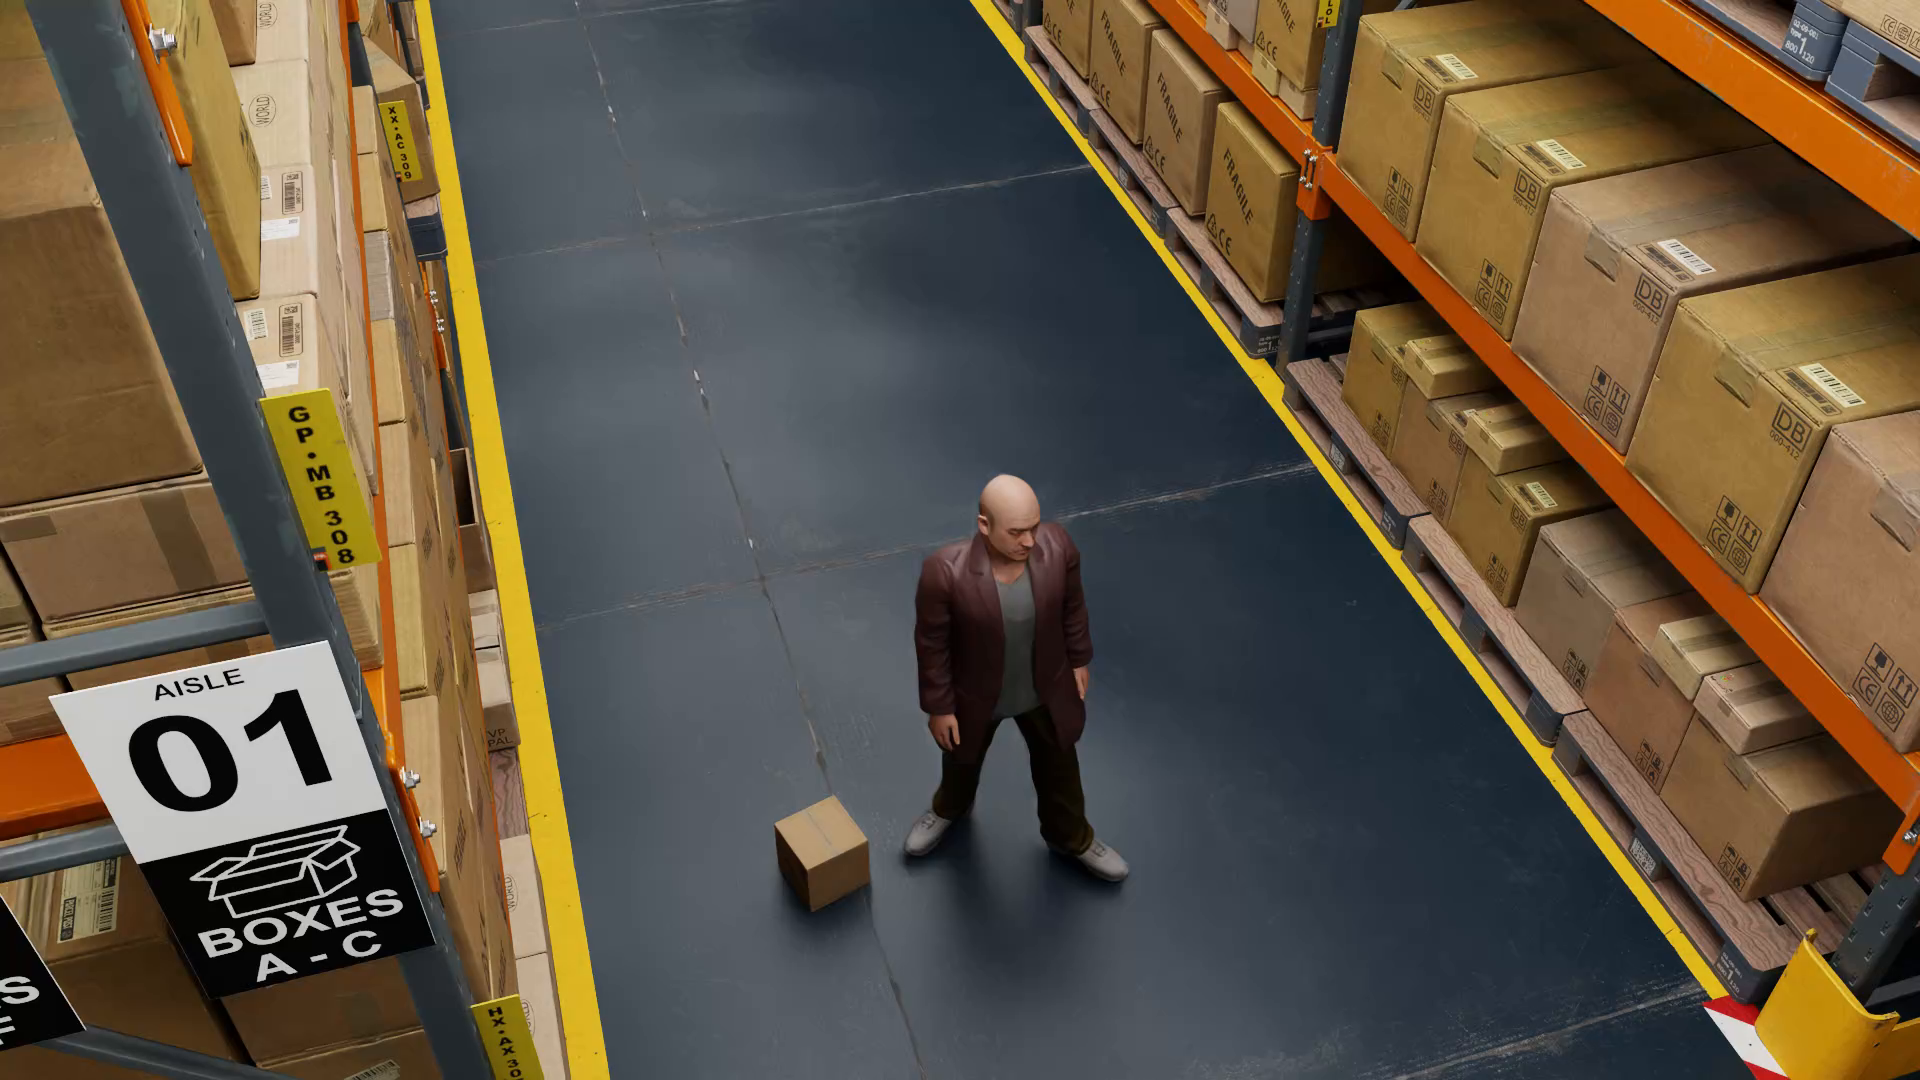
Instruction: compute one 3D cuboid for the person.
[{"bbox_3d":[0.181,0.482,5.592,0.771,1.770,0.577,-10,43,-11],"label":"person"}]
